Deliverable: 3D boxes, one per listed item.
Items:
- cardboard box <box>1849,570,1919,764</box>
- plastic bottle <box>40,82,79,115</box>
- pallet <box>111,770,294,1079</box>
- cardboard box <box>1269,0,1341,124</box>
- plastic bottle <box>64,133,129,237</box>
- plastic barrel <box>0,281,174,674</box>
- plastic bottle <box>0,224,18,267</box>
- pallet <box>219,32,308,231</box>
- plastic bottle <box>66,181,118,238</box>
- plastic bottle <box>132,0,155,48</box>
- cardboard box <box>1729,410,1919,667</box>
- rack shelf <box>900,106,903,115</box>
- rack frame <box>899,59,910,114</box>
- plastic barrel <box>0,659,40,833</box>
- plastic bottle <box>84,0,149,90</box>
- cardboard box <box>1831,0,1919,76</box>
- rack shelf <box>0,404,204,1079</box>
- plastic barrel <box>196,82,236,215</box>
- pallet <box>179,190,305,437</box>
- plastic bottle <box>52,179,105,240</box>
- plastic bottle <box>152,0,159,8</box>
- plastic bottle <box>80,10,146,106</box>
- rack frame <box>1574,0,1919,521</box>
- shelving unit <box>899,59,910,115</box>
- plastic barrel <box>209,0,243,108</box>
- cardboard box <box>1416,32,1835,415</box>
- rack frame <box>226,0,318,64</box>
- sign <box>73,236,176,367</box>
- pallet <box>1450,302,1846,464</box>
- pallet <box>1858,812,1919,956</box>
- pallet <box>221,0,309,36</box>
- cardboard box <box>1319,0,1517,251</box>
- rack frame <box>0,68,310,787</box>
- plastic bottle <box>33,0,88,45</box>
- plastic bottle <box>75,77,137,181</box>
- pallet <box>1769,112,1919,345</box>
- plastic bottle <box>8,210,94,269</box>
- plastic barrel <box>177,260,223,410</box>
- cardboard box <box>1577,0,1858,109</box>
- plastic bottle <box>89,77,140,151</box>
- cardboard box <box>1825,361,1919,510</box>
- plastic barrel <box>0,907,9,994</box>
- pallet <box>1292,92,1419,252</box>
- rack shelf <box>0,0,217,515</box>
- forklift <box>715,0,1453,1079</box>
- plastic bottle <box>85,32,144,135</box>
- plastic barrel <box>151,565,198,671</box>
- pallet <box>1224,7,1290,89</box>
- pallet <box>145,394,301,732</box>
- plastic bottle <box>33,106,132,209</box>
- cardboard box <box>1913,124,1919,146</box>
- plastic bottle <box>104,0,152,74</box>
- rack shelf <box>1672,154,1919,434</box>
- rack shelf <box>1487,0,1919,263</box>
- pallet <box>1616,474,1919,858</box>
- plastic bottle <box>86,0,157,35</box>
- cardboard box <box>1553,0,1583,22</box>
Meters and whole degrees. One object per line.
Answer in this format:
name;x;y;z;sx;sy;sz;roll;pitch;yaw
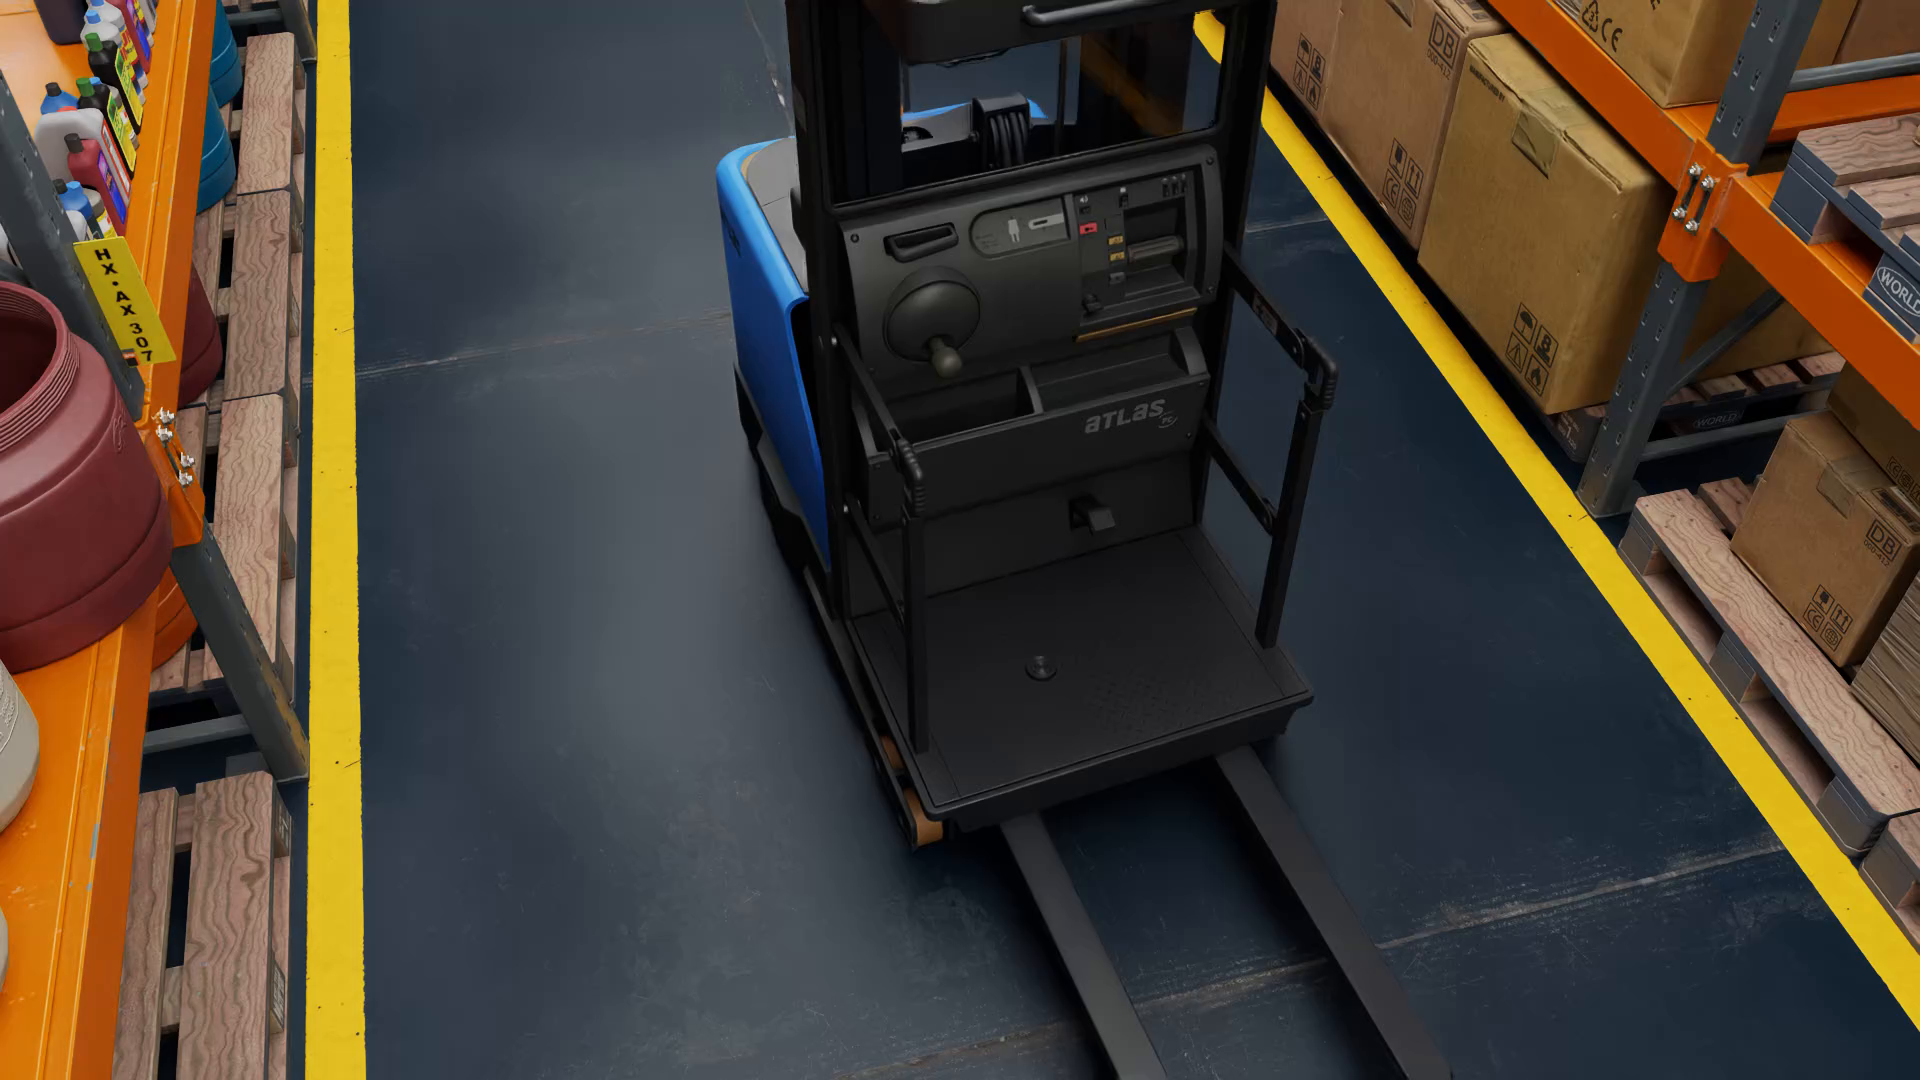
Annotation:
cardboard box;2.835;0.316;4.282;0.700;0.500;0.500;-14;47;-14
plastic bottle;-2.277;-1.045;4.264;0.097;0.271;0.097;0;46;0
pallet;-2.137;1.179;3.946;1.003;0.211;1.213;-11;47;-10
cardboard box;1.879;-2.354;6.650;1.225;0.875;0.875;-12;47;-12
plastic bottle;-2.136;-0.891;4.104;0.061;0.283;0.133;-11;47;-10
plastic barrel;-1.886;-0.121;3.173;0.600;0.536;0.708;-11;47;-10
plastic bottle;-2.243;-0.625;3.849;0.152;0.276;0.135;-11;47;-10
pallet;-3.165;-1.584;6.654;1.003;0.211;1.213;-11;47;-10
plastic bottle;-2.125;-0.779;4.052;0.097;0.201;0.097;0;46;0
plastic bottle;-2.395;-1.534;4.743;0.097;0.271;0.097;0;46;0
cardboard box;2.681;-0.064;4.655;0.700;0.500;0.500;-13;47;-12
rack shelf;-0.296;-1.298;5.234;0.258;0.103;0.180;-12;43;-12
rack frame;-0.263;-1.006;5.381;0.240;1.200;0.006;-12;43;-12
plastic barrel;-1.828;0.294;2.784;0.421;0.512;0.421;0;46;0
plastic bottle;-2.336;-1.374;4.587;0.097;0.271;0.097;0;46;0
cardboard box;2.628;-1.664;4.711;0.500;0.500;0.500;-9;46;-9
rack shelf;-1.786;1.294;2.385;1.077;0.370;4.000;-11;47;-10
plastic barrel;-3.018;-1.645;5.937;0.600;0.901;0.708;-11;47;-10
pallet;-2.849;-0.740;5.827;1.003;0.211;1.213;-11;47;-10
plastic bottle;-2.100;-0.736;3.962;0.097;0.271;0.097;0;46;0
plastic bottle;-2.489;-1.748;4.897;0.144;0.351;0.185;-11;47;-10
plastic bottle;-2.311;-1.307;4.521;0.097;0.271;0.097;0;46;0
rack frame;2.490;-1.244;4.369;1.000;3.000;0.127;-11;47;-10
shelving unit;-0.290;-1.064;5.446;0.258;1.200;0.189;-12;43;-12
plastic barrel;-3.199;-2.134;6.416;0.600;0.901;0.708;-11;47;-10
cardboard box;2.333;-1.128;5.449;1.225;0.875;0.875;-13;47;-12
rack frame;-3.322;-3.100;6.188;1.000;3.000;0.127;-11;47;-10
sign;-1.768;-0.501;3.527;0.100;0.325;0.005;-11;47;-10
pallet;2.361;-0.826;5.912;1.003;0.211;1.213;-11;47;-10
pallet;2.997;1.112;4.012;1.003;0.211;1.213;-11;47;-10
pallet;-3.548;-2.625;7.674;1.003;0.211;1.213;-11;47;-10
cardboard box;2.112;-1.745;6.053;1.225;0.875;0.875;-11;47;-10
rack frame;-2.298;-0.339;3.482;1.000;3.000;0.127;-11;47;-10
plastic bottle;-2.601;-1.627;4.779;0.144;0.351;0.185;-11;47;-10
plastic bottle;-2.205;-1.076;4.286;0.061;0.283;0.133;-11;47;-10
pallet;2.775;-0.704;3.974;1.213;0.211;1.003;-11;47;-10
plastic bottle;-2.096;-0.653;3.877;0.152;0.276;0.135;-11;47;-10
plastic barrel;-2.729;-0.756;5.285;0.600;0.588;0.708;-11;47;-10
cardboard box;2.124;-1.574;4.623;0.500;0.500;0.500;-9;46;-9
plastic bottle;-2.252;-1.123;4.390;0.097;0.201;0.097;0;46;0
cardboard box;2.690;-0.329;4.389;0.500;0.250;0.500;-9;46;-9
plastic barrel;-1.720;0.584;2.499;0.421;0.512;0.421;0;46;0
pallet;2.052;-1.667;6.736;1.003;0.211;1.213;-11;47;-10
rack shelf;-2.810;-1.468;5.092;1.077;0.370;4.000;-11;47;-10
forklift;0.263;-0.553;3.740;1.130;2.935;3.031;-15;47;-14
plastic bottle;-2.264;-1.235;4.442;0.061;0.283;0.133;-11;47;-10
plastic barrel;-2.440;-0.061;4.435;0.600;0.830;0.708;-11;47;-10
pallet;1.736;-2.511;7.563;1.003;0.211;1.213;-11;47;-10
pallet;-2.540;0.101;5.003;1.003;0.211;1.213;-11;47;-10
plastic bottle;-2.215;-0.972;4.190;0.152;0.276;0.135;-11;47;-10
cardboard box;2.667;-1.061;3.825;0.500;0.500;0.500;-16;48;-15
plastic bottle;-2.348;-1.462;4.664;0.061;0.283;0.133;-11;47;-10
rack shelf;3.002;0.389;3.273;1.077;0.370;4.000;-11;47;-10
rack shelf;1.978;-2.373;5.979;1.077;0.370;4.000;-11;47;-10
pallet;2.688;0.272;4.836;1.003;0.211;1.213;-11;47;-10
plastic bottle;-2.451;-1.610;4.815;0.152;0.276;0.135;-11;47;-10
cardboard box;2.002;-1.920;4.961;0.500;0.500;0.500;-11;47;-11
